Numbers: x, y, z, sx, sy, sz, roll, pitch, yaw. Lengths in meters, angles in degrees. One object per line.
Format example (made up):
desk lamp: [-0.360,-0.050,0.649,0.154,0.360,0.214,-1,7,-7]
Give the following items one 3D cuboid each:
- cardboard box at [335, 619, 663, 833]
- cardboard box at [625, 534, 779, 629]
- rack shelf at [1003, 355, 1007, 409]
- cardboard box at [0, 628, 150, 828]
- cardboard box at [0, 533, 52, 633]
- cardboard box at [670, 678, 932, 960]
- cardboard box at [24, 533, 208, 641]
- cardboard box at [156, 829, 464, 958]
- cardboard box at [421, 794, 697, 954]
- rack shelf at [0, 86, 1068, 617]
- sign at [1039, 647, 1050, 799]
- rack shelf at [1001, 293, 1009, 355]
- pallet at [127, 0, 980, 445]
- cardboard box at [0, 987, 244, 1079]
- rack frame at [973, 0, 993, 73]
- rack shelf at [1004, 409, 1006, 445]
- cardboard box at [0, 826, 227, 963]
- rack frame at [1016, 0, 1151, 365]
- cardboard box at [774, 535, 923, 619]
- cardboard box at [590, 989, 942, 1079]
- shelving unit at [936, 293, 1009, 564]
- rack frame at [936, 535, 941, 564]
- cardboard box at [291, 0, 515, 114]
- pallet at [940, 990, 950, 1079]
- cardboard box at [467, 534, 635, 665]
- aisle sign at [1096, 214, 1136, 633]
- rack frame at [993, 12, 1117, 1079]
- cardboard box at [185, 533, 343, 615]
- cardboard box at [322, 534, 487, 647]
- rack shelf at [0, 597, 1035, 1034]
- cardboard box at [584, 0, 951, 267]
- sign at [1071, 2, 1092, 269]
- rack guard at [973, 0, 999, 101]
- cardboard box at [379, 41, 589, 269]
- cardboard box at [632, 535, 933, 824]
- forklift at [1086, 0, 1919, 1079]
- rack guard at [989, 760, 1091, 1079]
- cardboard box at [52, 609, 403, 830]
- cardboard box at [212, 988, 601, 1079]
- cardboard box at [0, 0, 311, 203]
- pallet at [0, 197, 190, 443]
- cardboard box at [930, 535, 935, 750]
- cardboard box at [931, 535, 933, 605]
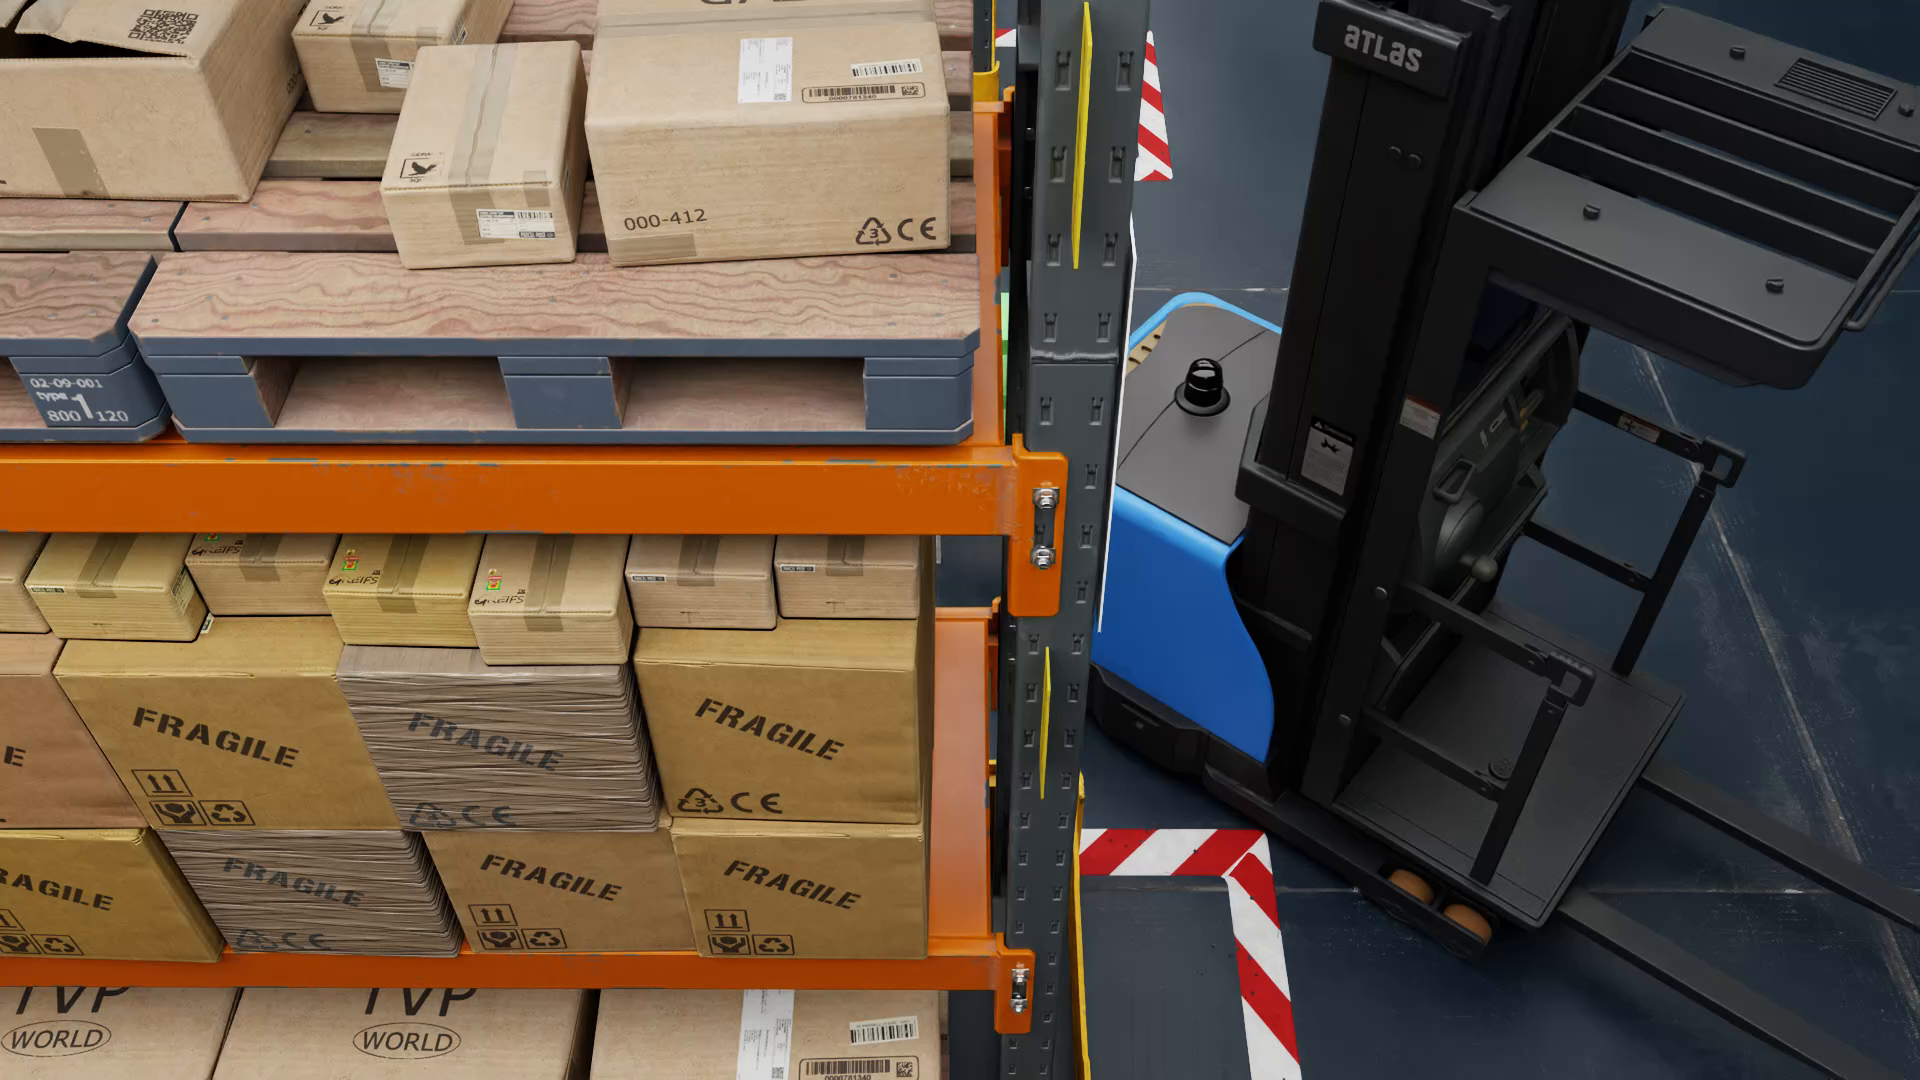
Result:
cardboard box: [-0.840,0.222,3.242,0.500,0.500,0.500,0,47,0]
cardboard box: [-0.448,-0.029,3.033,0.250,0.149,0.380,1,47,1]
rack shelf: [0.166,-0.528,5.681,0.480,0.148,0.258,0,47,0]
cardboard box: [-1.837,0.216,3.248,0.500,0.500,0.500,0,47,0]
cardboard box: [-1.733,-0.024,3.028,0.250,0.149,0.380,2,47,1]
cardboard box: [-0.318,0.562,3.609,0.500,0.500,0.500,0,47,0]
cardboard box: [-1.470,-0.009,3.015,0.250,0.149,0.380,1,47,1]
cardboard box: [-1.334,0.556,3.615,0.500,0.500,0.500,1,47,1]
cardboard box: [-0.820,0.550,3.621,0.500,0.500,0.500,-1,47,-1]
rack shelf: [-1.834,-0.378,2.995,4.000,0.370,1.077,0,47,0]
sign: [0.150,0.326,2.944,0.005,0.325,0.100,0,47,0]
rack shelf: [0.166,-0.692,5.506,0.480,0.148,0.258,0,47,0]
pallet: [-0.576,-0.582,2.754,1.213,0.211,1.003,0,47,0]
cardboard box: [-2.312,1.205,4.542,0.875,0.438,0.875,-1,47,-1]
rack frame: [0.083,-3.220,7.198,0.127,3.000,1.000,0,47,0]
rack shelf: [0.166,-0.365,5.857,0.480,0.148,0.258,0,47,0]
cardboard box: [-1.850,0.564,3.608,0.500,0.500,0.500,1,47,1]
rack frame: [0.166,-1.640,1.629,0.127,3.000,1.000,0,47,0]
cardboard box: [-0.194,-0.046,3.049,0.250,0.149,0.380,1,47,1]
cardboard box: [-0.495,1.205,4.542,0.875,0.438,0.875,-1,47,-1]
shelving unit: [0.166,-0.408,5.810,0.503,1.200,0.258,0,47,0]
rack frame: [-0.078,-0.409,5.811,0.015,1.200,0.240,0,47,0]
cardboard box: [-0.922,-0.881,2.788,0.250,0.149,0.380,2,47,2]
pallet: [-0.634,1.409,4.794,1.213,0.211,1.003,0,47,0]
cardboard box: [-0.706,0.032,2.977,0.250,0.149,0.380,0,47,0]
aisle sign: [0.236,-0.255,2.662,0.004,0.787,0.394,0,47,0]
rack frame: [0.166,0.404,3.825,0.127,3.000,1.000,0,47,0]
cardboard box: [-1.219,-0.052,3.054,0.250,0.149,0.380,0,47,0]
cardboard box: [-0.958,0.001,3.005,0.250,0.149,0.380,1,47,1]
rack shelf: [-1.834,0.644,4.093,4.000,0.370,1.077,0,47,0]
cardboard box: [-0.285,-0.679,2.531,0.500,0.250,0.500,-4,47,-3]
sign: [0.150,-0.495,2.062,0.005,0.325,0.100,0,47,0]
rack guard: [0.007,-2.368,8.113,0.348,0.500,1.175,0,47,0]
cardboard box: [-0.704,-0.587,2.515,0.250,0.149,0.380,-3,47,-3]
cardboard box: [-0.317,0.202,3.261,0.500,0.500,0.500,2,47,1]
forklift: [1.619,-0.173,4.409,3.031,2.935,1.130,30,54,25]
rack guard: [0.190,1.256,4.740,0.348,0.500,1.175,0,47,0]
cardboard box: [-1.335,0.219,3.246,0.500,0.500,0.500,0,47,0]
cardboard box: [-1.410,1.209,4.539,0.875,0.438,0.875,1,47,1]
cardboard box: [-1.331,-0.805,2.607,0.500,0.311,0.500,1,47,1]
pallet: [-1.799,-0.583,2.755,1.213,0.211,1.003,0,47,0]
cardboard box: [-0.313,0.159,3.985,0.500,0.500,0.500,0,47,0]
cardboard box: [-0.313,-0.180,3.617,0.500,0.500,0.500,-1,47,-1]
